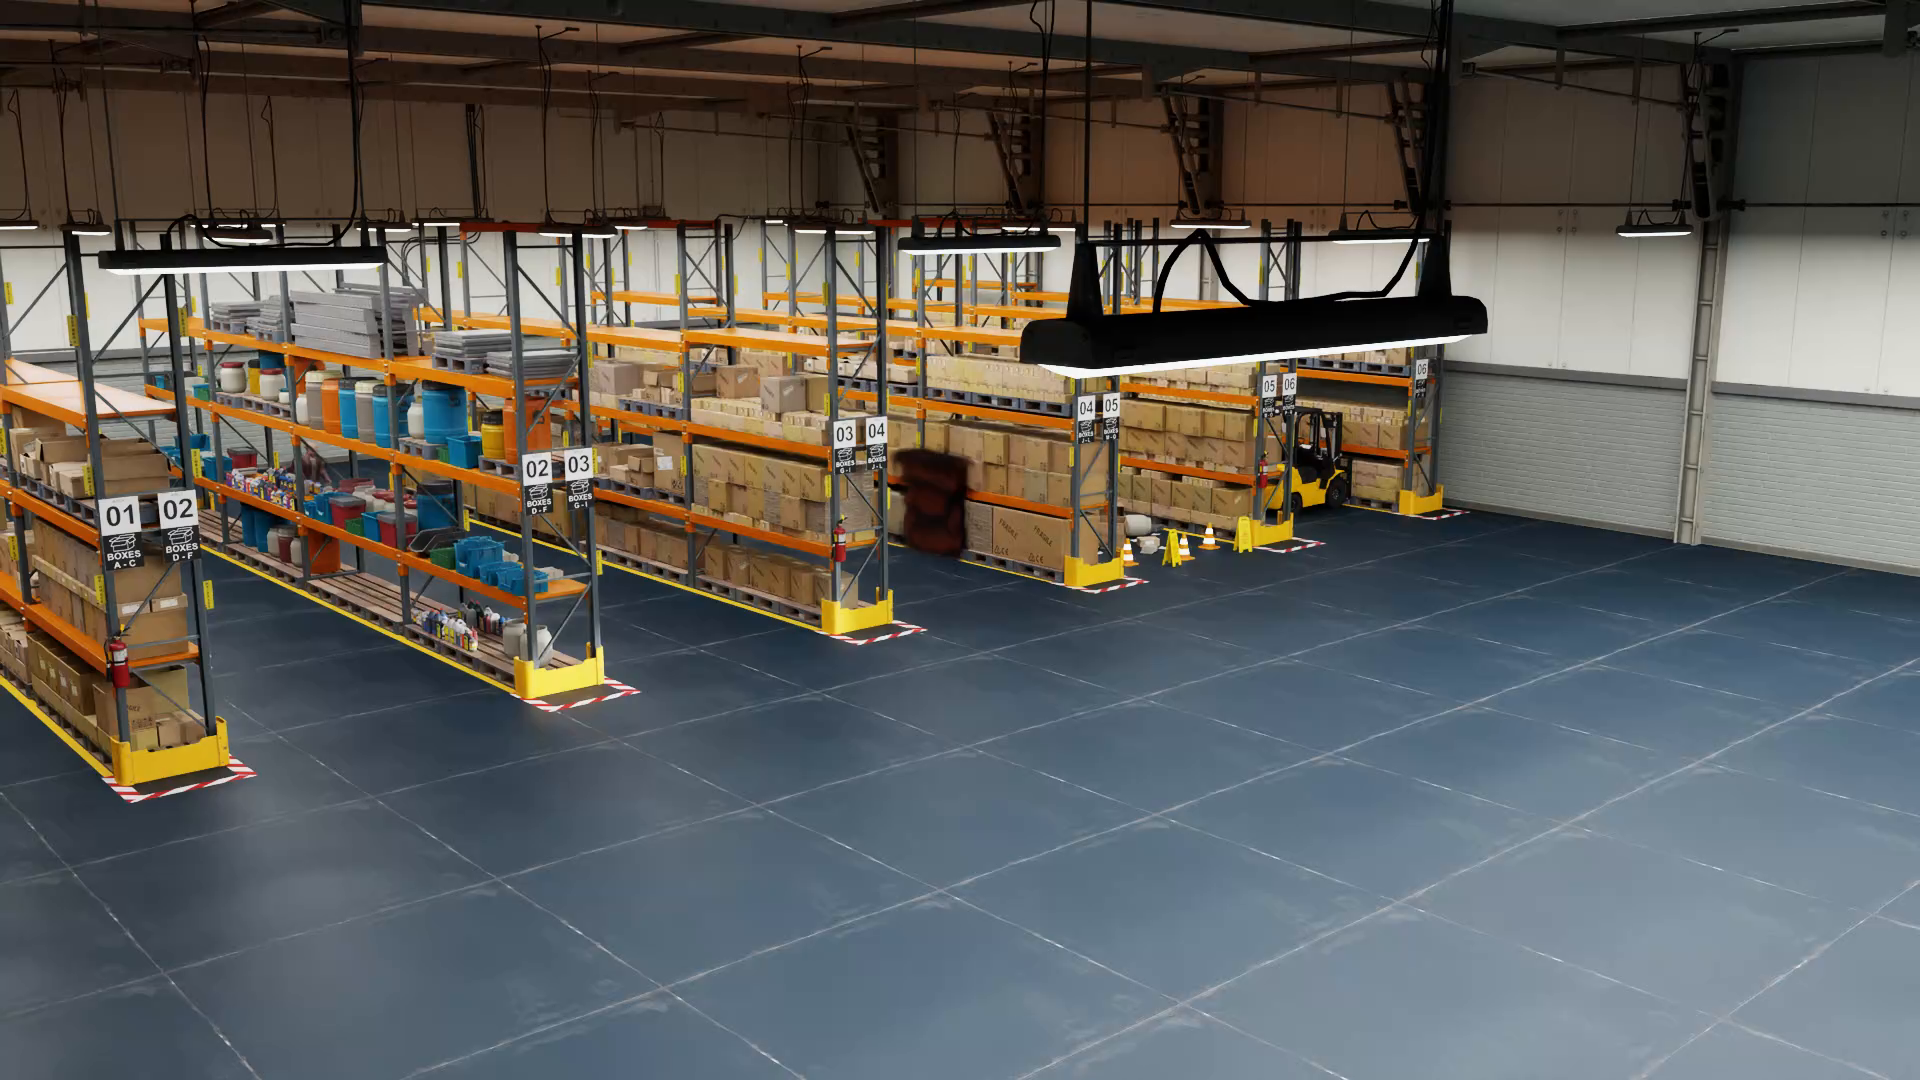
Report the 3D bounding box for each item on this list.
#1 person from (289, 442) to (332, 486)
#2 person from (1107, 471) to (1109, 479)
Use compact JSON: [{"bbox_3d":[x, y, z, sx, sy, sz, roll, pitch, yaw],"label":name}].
[{"bbox_3d":[-12.856,-1.039,32.839,0.739,1.808,0.936,-10,15,-40],"label":"person"},{"bbox_3d":[3.401,-2.297,38.877,0.376,1.734,0.567,-7,14,-33],"label":"person"}]
